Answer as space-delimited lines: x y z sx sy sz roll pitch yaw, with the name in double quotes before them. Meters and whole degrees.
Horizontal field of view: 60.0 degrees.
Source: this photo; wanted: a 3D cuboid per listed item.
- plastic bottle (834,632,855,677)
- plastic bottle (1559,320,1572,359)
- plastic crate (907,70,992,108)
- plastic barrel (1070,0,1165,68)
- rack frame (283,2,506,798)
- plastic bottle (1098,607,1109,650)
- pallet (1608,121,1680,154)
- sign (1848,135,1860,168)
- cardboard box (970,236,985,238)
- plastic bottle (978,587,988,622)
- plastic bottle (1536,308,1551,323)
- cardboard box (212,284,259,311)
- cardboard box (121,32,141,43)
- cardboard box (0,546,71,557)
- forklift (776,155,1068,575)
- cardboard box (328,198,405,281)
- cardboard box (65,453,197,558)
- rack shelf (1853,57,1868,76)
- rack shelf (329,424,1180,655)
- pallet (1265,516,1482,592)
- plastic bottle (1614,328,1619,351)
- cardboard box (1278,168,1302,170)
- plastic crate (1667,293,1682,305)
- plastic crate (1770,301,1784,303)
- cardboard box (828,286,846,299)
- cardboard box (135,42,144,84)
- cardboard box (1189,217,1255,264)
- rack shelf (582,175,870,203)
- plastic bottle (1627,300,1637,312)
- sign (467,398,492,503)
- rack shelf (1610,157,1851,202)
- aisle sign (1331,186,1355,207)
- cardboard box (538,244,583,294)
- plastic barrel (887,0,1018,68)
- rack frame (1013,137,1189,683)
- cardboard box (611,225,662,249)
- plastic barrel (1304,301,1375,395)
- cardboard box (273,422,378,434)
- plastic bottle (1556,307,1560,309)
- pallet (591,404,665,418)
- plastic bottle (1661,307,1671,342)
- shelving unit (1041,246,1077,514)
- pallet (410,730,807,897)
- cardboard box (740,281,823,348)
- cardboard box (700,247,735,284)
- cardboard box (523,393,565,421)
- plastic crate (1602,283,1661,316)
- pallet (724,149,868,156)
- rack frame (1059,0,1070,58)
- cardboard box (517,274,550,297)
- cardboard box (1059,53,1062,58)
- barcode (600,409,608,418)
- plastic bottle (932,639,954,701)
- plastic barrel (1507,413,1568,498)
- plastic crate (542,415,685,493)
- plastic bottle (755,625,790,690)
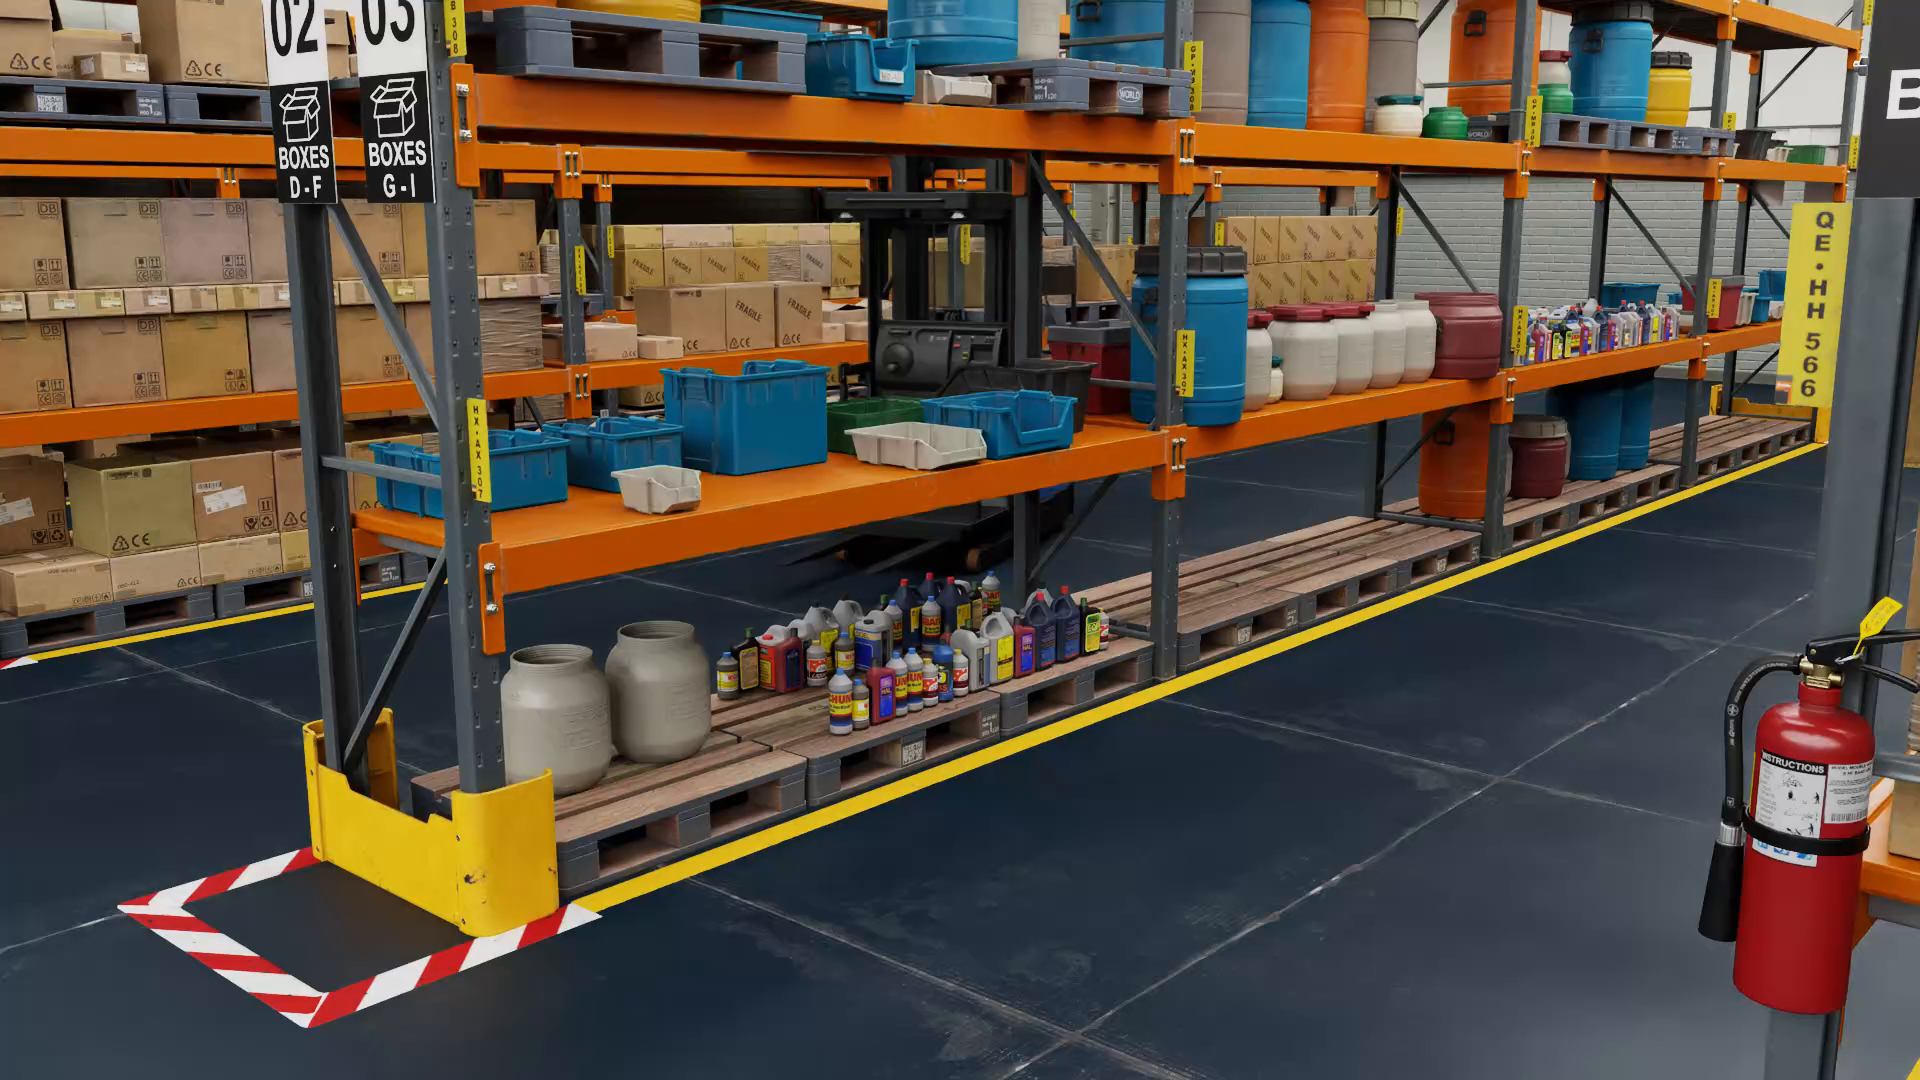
"plastic bottle" -0.547 0.539 7.874 0.097 0.201 0.097 0 11 0
"plastic bottle" 4.455 -1.478 12.252 0.061 0.283 0.133 10 15 40
"plastic crate" -0.050 -1.862 6.892 0.243 0.136 0.396 10 15 40
"plastic barrel" 0.879 -2.629 8.776 0.600 0.901 0.708 10 15 40
"rack frame" -1.935 -0.221 5.658 1.000 3.000 0.127 10 15 40
"plastic bottle" 0.700 0.441 8.366 0.097 0.201 0.097 0 11 0
"pallet" 4.796 -3.069 12.744 1.003 0.211 1.213 10 15 40
"sign" 9.051 -3.926 16.816 0.100 0.325 0.005 10 15 40
"cardboard box" 0.384 -3.818 22.902 0.980 0.700 0.700 10 15 40
"plastic bottle" 0.099 0.352 8.809 0.097 0.201 0.097 0 11 0
"plastic bottle" 4.784 -1.770 13.733 0.152 0.276 0.135 10 15 40
"cardboard box" -4.383 -1.448 9.893 0.380 0.149 0.250 10 15 40
"cardboard box" -6.863 -4.001 14.069 0.500 0.500 0.500 8 14 36
"cardboard box" -5.521 0.164 9.681 0.500 0.250 0.500 10 15 40
"forklift" -0.233 -1.313 11.303 1.130 2.935 3.031 5 12 23
"cardboard box" -3.964 -1.921 10.604 0.700 0.500 0.500 10 15 40
"cardboard box" -4.803 -0.211 9.642 0.500 0.500 0.500 10 15 40
"rack shelf" 3.106 -0.993 3.701 1.077 0.370 4.000 10 15 40
"rack shelf" -0.614 -0.162 7.201 1.077 0.370 4.000 10 15 40
"pallet" 2.806 0.079 11.278 1.003 0.211 1.213 10 15 40
"plastic bottle" 5.097 -1.587 13.003 0.097 0.201 0.097 0 11 0
"cardboard box" 3.439 -4.211 18.358 0.500 0.250 0.500 10 15 40
"plastic crate" 7.150 -2.290 16.294 0.416 0.233 0.300 10 15 40
"plastic crate" 8.225 -2.331 16.746 0.396 0.136 0.243 10 15 40
"cardboard box" -1.614 -3.027 20.299 0.380 0.149 0.250 10 15 41
"cardboard box" -4.724 -2.849 9.955 0.500 0.311 0.500 -10 15 -41
"cardboard box" 2.791 -3.199 17.764 0.500 0.500 0.500 10 15 42
"rack shelf" -2.775 -4.091 19.214 1.077 0.370 4.000 10 15 40
"plastic bottle" 5.517 -1.803 13.706 0.144 0.351 0.185 10 15 40
"sign" -1.524 -0.285 5.271 0.100 0.325 0.005 10 15 40
"rack shelf" 7.307 -3.399 15.747 1.077 0.370 4.000 10 15 40
"aisle sign" 4.733 -4.539 20.639 0.394 0.787 0.004 10 15 40
"cardboard box" -4.398 -2.873 17.558 0.700 0.500 0.500 8 14 34
"plastic barrel" -0.032 -2.599 7.556 0.600 0.901 0.708 10 15 40
"rack frame" 0.706 -0.809 8.604 1.000 3.000 0.127 10 15 40
"cardboard box" -3.583 -3.289 18.038 0.500 0.250 0.500 10 15 42
"plastic barrel" 2.272 -1.160 10.013 0.433 0.535 0.433 0 11 0
"cardboard box" -4.214 -0.501 11.092 0.500 0.500 0.500 10 15 40
"plastic bottle" 5.056 -1.837 14.078 0.097 0.271 0.097 0 11 0
"pallet" -3.519 -1.417 18.769 1.003 0.211 1.213 10 15 40
"plastic bottle" 5.851 -1.789 13.809 0.061 0.283 0.133 10 15 40
"shelving unit" 0.588 -1.228 12.996 0.431 2.100 0.503 10 15 43
"pallet" -1.379 1.011 6.612 1.003 0.211 1.213 10 15 40
"cardboard box" -1.467 -1.839 13.503 0.500 0.500 0.500 9 14 37
"cardboard box" -2.902 -3.070 18.860 0.500 0.500 0.500 10 15 40
"cardboard box" -4.532 -1.556 17.601 0.700 0.500 0.500 10 15 41
"plastic crate" 6.039 -2.121 15.058 0.392 0.384 0.575 10 15 40
"pallet" -1.489 -3.141 13.101 1.003 0.211 1.213 11 16 43
"rack frame" 1.185 -6.797 23.269 1.000 3.000 0.127 10 15 40
"cardboard box" -3.031 -1.750 11.401 0.380 0.149 0.250 10 15 40
"cardboard box" 0.594 -4.262 15.427 0.500 0.500 0.500 10 15 40
"barcode" -2.531 -0.895 11.840 0.001 0.075 0.075 10 15 40
"plastic bottle" -0.078 0.580 7.491 0.097 0.271 0.097 0 11 0
"plastic barrel" 4.402 -0.661 12.949 0.600 0.588 0.708 10 15 40
"plastic crate" -1.396 -0.355 6.709 0.499 0.251 0.408 10 15 40
"plastic bottle" -0.865 0.539 7.686 0.152 0.276 0.135 10 15 41
